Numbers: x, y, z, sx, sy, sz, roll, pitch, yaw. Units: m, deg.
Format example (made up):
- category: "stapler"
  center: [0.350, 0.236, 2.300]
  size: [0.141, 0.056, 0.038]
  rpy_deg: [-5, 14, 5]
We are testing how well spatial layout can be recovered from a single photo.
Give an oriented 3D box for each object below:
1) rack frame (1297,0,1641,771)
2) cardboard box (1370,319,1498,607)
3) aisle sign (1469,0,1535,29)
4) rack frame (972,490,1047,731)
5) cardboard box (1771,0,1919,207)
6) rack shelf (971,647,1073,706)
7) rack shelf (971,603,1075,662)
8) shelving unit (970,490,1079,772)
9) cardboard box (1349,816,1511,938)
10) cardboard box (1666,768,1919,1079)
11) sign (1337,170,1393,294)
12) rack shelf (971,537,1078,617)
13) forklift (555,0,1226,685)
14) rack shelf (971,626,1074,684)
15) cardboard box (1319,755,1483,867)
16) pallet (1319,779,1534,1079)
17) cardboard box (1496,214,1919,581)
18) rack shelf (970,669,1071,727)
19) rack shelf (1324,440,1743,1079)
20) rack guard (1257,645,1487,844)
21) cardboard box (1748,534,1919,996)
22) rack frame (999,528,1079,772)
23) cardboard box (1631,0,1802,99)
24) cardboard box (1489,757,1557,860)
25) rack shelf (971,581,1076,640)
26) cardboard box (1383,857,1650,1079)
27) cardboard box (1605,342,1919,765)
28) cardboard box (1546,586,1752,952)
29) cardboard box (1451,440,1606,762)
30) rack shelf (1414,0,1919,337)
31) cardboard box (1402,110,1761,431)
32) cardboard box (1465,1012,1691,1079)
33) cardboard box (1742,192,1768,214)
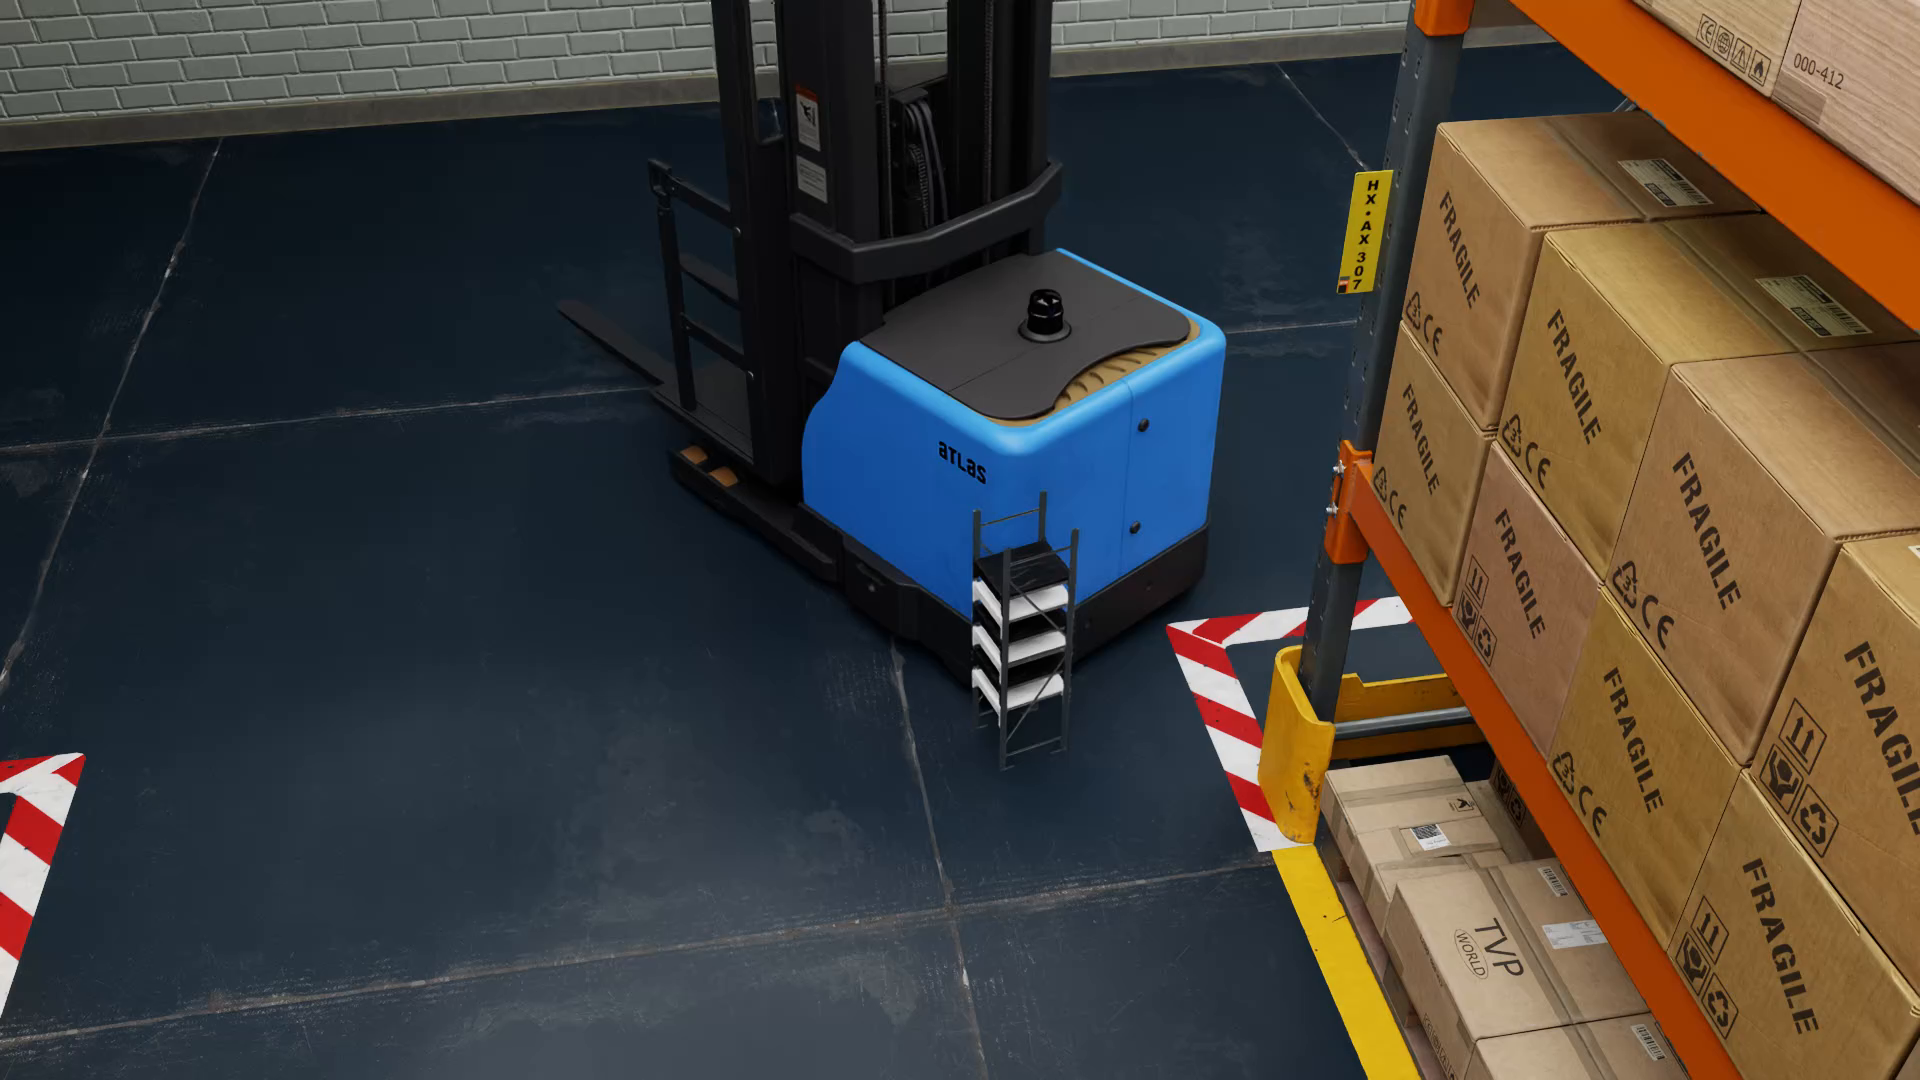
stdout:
- category: "rack frame"
  center: [1.526, -0.466, 4.405]
  size: [1.000, 3.000, 0.127]
  rpy_deg: [-6, 38, -8]
- category: "cardboard box"
  center: [1.344, -0.209, 3.993]
  size: [0.500, 0.500, 0.500]
  rpy_deg: [-5, 38, -7]
- category: "aisle sign"
  center: [1.225, -1.502, 3.620]
  size: [0.394, 0.787, 0.004]
  rpy_deg: [-6, 38, -8]
- category: "rack frame"
  center: [0.149, 0.239, 5.209]
  size: [0.240, 0.900, 0.006]
  rpy_deg: [-16, 41, -19]
- category: "cardboard box"
  center: [1.530, -0.648, 2.317]
  size: [0.500, 0.250, 0.500]
  rpy_deg: [-6, 38, -8]
- category: "rack shelf"
  center: [0.192, 0.393, 5.212]
  size: [0.258, 0.077, 0.200]
  rpy_deg: [-16, 41, -19]
- category: "rack shelf"
  center: [0.192, 0.251, 5.101]
  size: [0.258, 0.077, 0.200]
  rpy_deg: [-16, 41, -19]
- category: "shelving unit"
  center: [0.192, 0.296, 5.136]
  size: [0.258, 0.900, 0.210]
  rpy_deg: [-16, 41, -19]
- category: "cardboard box"
  center: [1.305, 0.920, 4.572]
  size: [0.380, 0.166, 0.250]
  rpy_deg: [-6, 38, -8]
- category: "cardboard box"
  center: [1.611, 0.708, 2.813]
  size: [0.500, 0.500, 0.500]
  rpy_deg: [-6, 38, -7]
- category: "sign"
  center: [0.991, -0.749, 4.064]
  size: [0.100, 0.325, 0.005]
  rpy_deg: [-6, 38, -8]
- category: "rack shelf"
  center: [0.192, 0.109, 4.991]
  size: [0.258, 0.077, 0.200]
  rpy_deg: [-16, 41, -19]
- category: "forklift"
  center: [-0.485, -1.460, 5.740]
  size: [1.130, 2.935, 3.031]
  rpy_deg: [-29, 47, -32]
- category: "rack shelf"
  center: [0.192, 0.322, 5.156]
  size: [0.258, 0.077, 0.200]
  rpy_deg: [-16, 41, -19]
- category: "cardboard box"
  center: [1.261, 0.776, 4.771]
  size: [0.380, 0.149, 0.250]
  rpy_deg: [-6, 38, -8]
- category: "pallet"
  center: [1.680, 1.163, 4.582]
  size: [1.003, 0.211, 1.213]
  rpy_deg: [-6, 38, -8]
- category: "cardboard box"
  center: [1.443, -0.289, 3.281]
  size: [0.500, 0.500, 0.500]
  rpy_deg: [-6, 38, -7]
- category: "rack shelf"
  center: [0.192, 0.464, 5.267]
  size: [0.258, 0.077, 0.200]
  rpy_deg: [-16, 41, -19]
- category: "rack shelf"
  center: [1.876, 1.026, 3.071]
  size: [1.077, 0.370, 4.000]
  rpy_deg: [-6, 38, -8]
- category: "rack guard"
  center: [1.539, 0.567, 5.113]
  size: [1.175, 0.500, 0.348]
  rpy_deg: [-6, 38, -8]
- category: "cardboard box"
  center: [1.616, 0.320, 2.496]
  size: [0.500, 0.500, 0.500]
  rpy_deg: [-7, 38, -8]
- category: "rack frame"
  center: [0.235, 0.352, 5.063]
  size: [0.240, 0.900, 0.006]
  rpy_deg: [-16, 41, -19]
- category: "cardboard box"
  center: [1.440, -0.950, 2.705]
  size: [0.500, 0.250, 0.500]
  rpy_deg: [-6, 38, -8]
- category: "cardboard box"
  center: [1.863, 0.649, 4.648]
  size: [0.500, 0.500, 0.500]
  rpy_deg: [-6, 38, -8]
- category: "rack shelf"
  center: [0.192, 0.180, 5.046]
  size: [0.258, 0.077, 0.200]
  rpy_deg: [-16, 41, -19]
- category: "cardboard box"
  center: [1.429, 1.107, 4.263]
  size: [0.500, 0.250, 0.500]
  rpy_deg: [-6, 38, -8]
- category: "cardboard box"
  center: [1.526, 0.014, 2.891]
  size: [0.500, 0.500, 0.500]
  rpy_deg: [-6, 38, -7]
- category: "cardboard box"
  center: [1.525, 0.405, 3.202]
  size: [0.500, 0.500, 0.500]
  rpy_deg: [-6, 38, -8]
- category: "cardboard box"
  center: [1.440, 0.102, 3.592]
  size: [0.500, 0.500, 0.500]
  rpy_deg: [-7, 38, -8]
- category: "rack shelf"
  center: [1.876, -0.158, 2.150]
  size: [1.077, 0.370, 4.000]
  rpy_deg: [-6, 38, -8]
- category: "cardboard box"
  center: [1.344, -0.604, 3.686]
  size: [0.500, 0.500, 0.500]
  rpy_deg: [-5, 38, -7]
- category: "cardboard box"
  center: [1.517, 1.409, 3.874]
  size: [0.500, 0.250, 0.500]
  rpy_deg: [-6, 38, -8]
- category: "cardboard box"
  center: [1.874, -0.661, 3.759]
  size: [0.500, 0.500, 0.500]
  rpy_deg: [-7, 38, -8]
